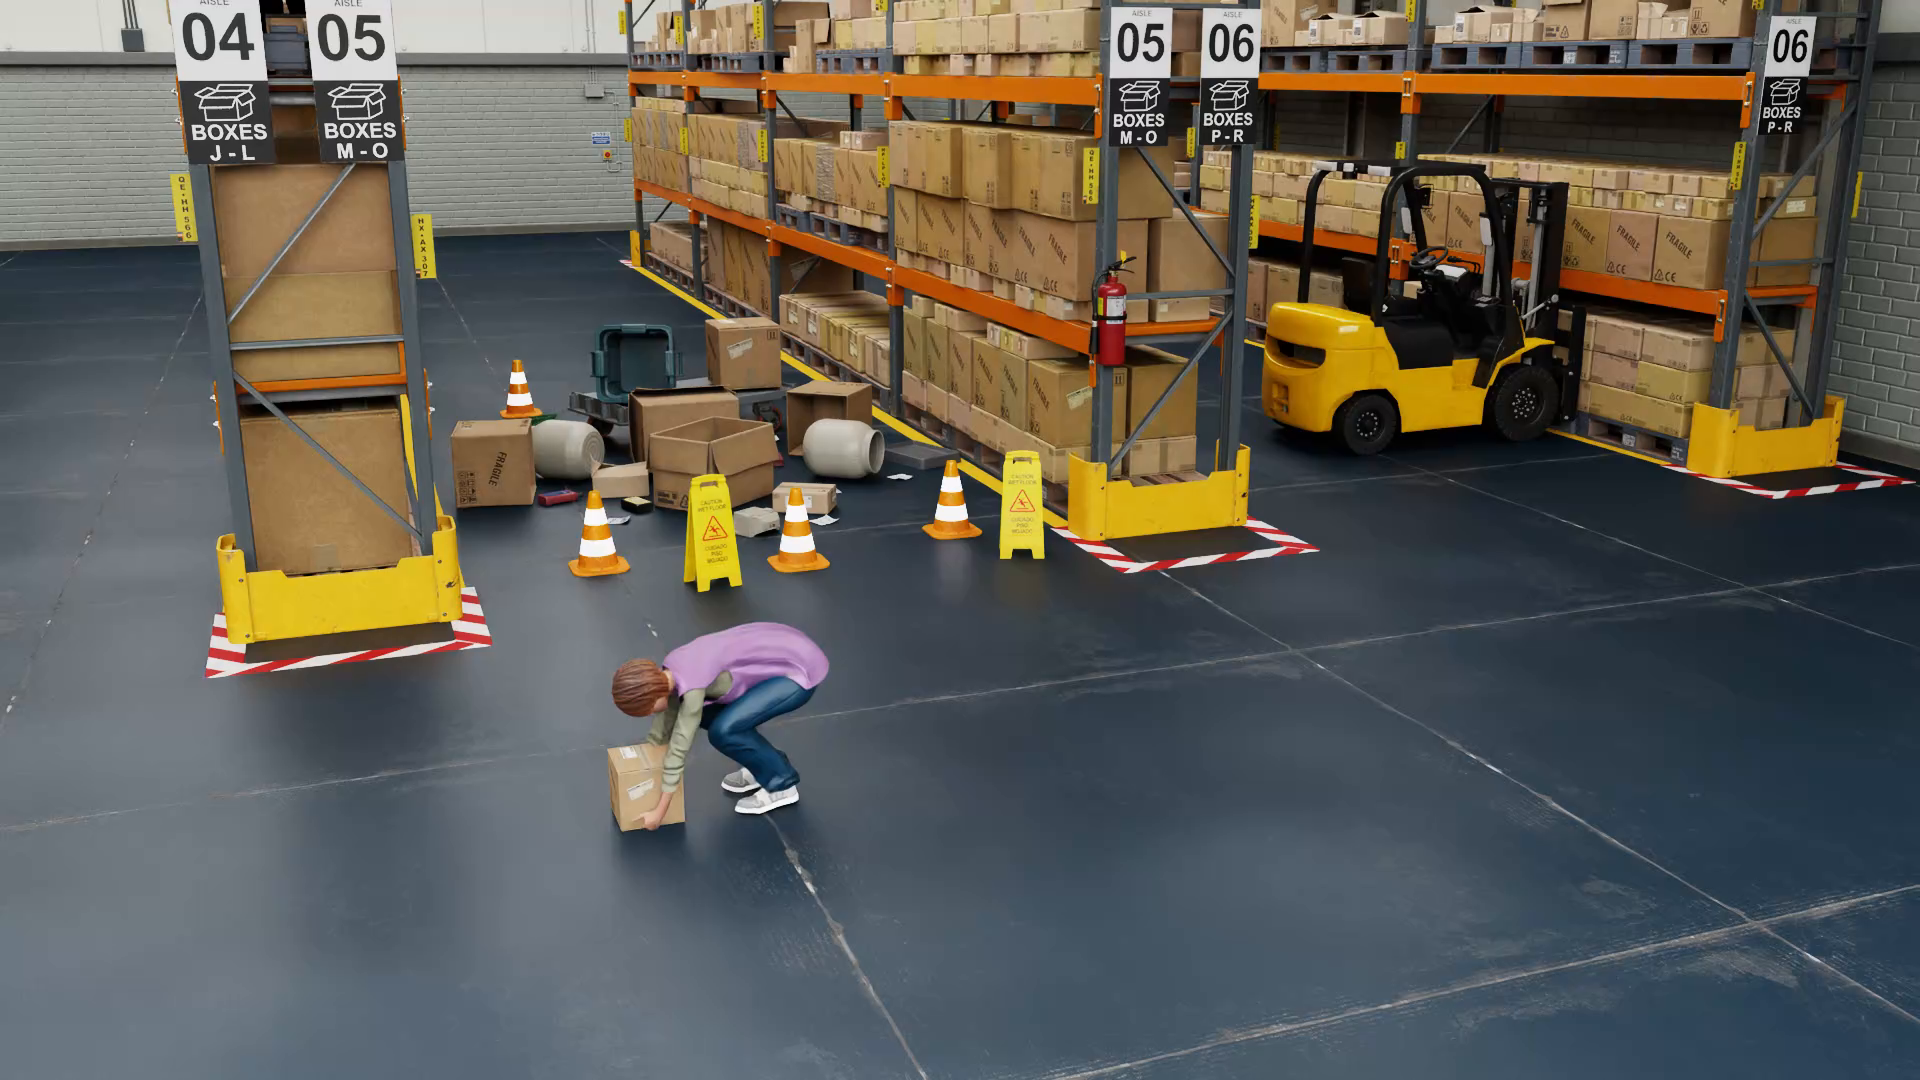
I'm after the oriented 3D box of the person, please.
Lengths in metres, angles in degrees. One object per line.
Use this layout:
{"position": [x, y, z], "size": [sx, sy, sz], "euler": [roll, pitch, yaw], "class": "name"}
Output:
{"position": [-0.943, 0.723, 6.623], "size": [0.873, 0.758, 0.427], "euler": [-7, 17, -22], "class": "person"}
